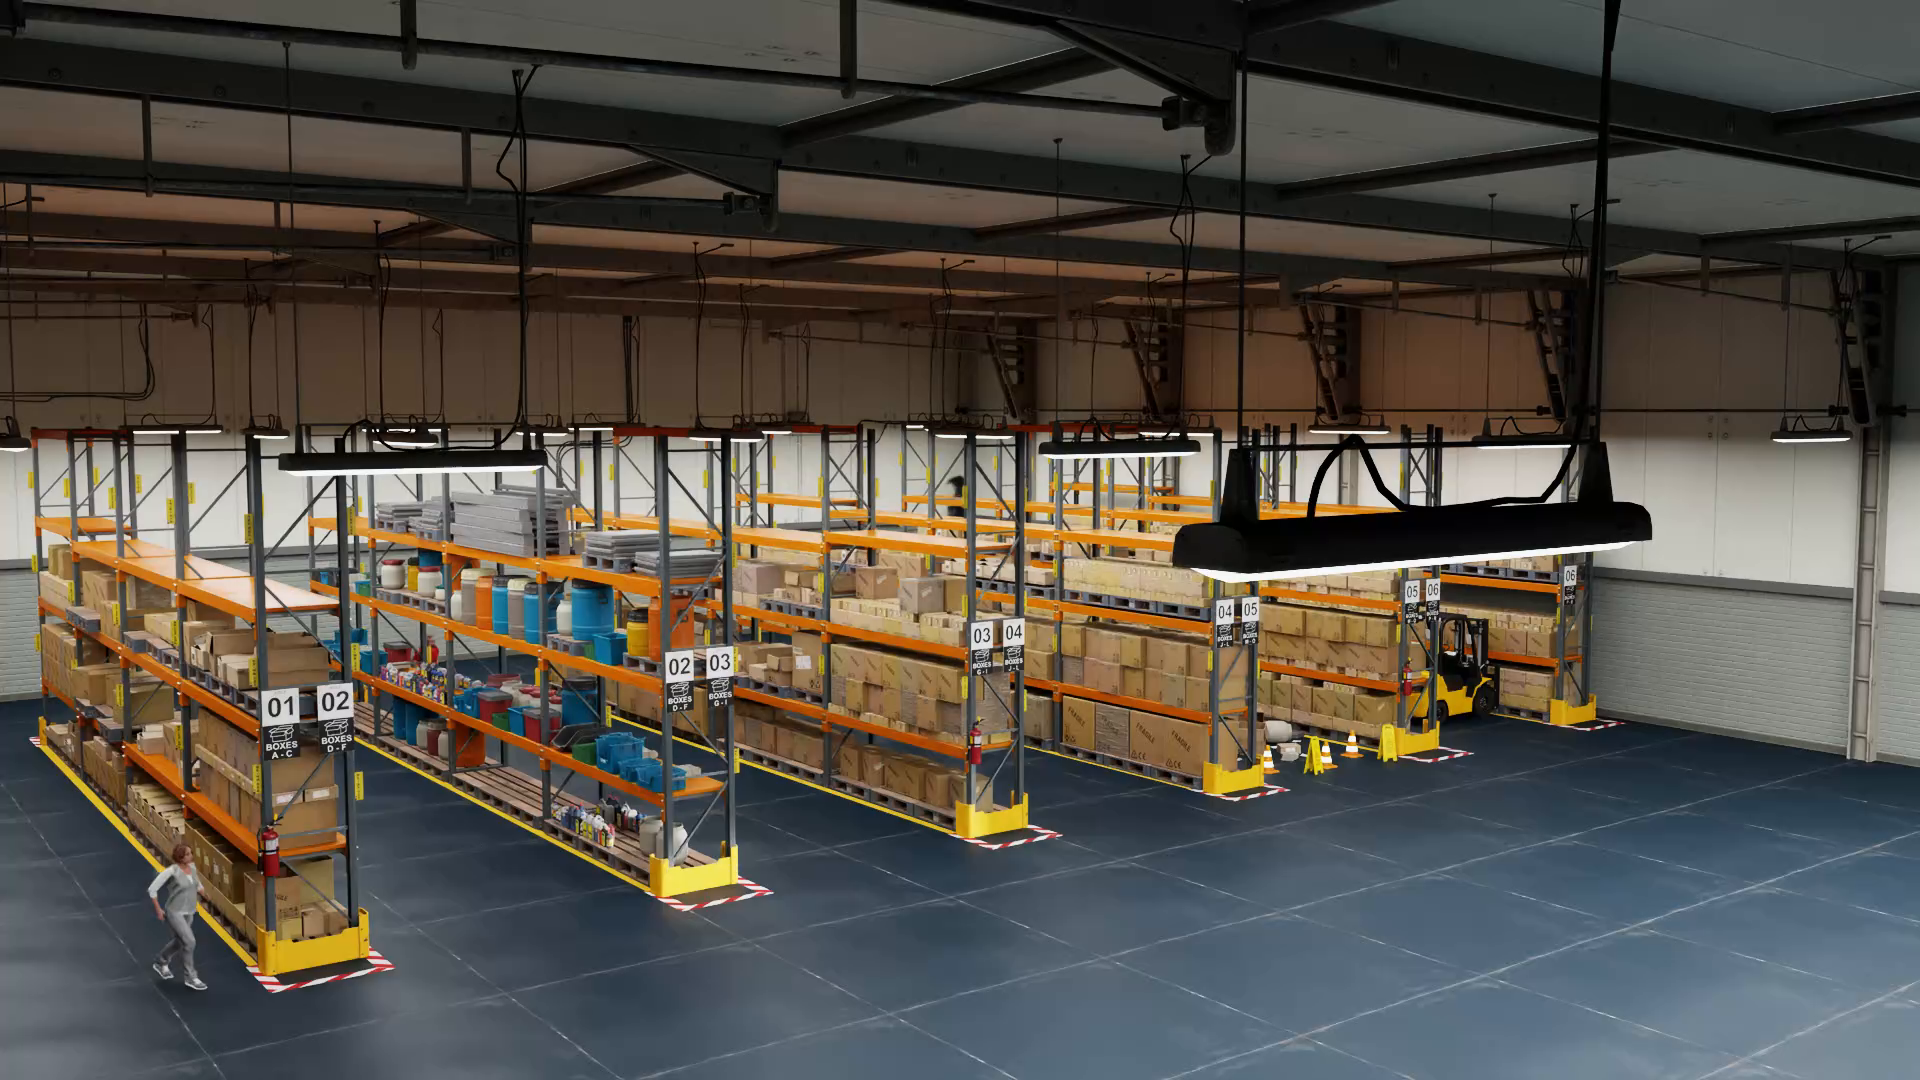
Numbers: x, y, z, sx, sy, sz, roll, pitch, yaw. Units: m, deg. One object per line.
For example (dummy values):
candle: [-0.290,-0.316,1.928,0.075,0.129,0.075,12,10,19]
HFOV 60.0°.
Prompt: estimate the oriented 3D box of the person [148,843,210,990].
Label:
person: [-8.572,4.097,18.208,0.760,1.589,0.554,1,5,17]

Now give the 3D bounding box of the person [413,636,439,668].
person: [-11.184,2.803,34.653,0.778,1.675,0.676,2,5,24]

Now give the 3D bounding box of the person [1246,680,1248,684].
person: [6.001,2.621,36.694,0.574,1.643,0.903,-3,6,-38]
